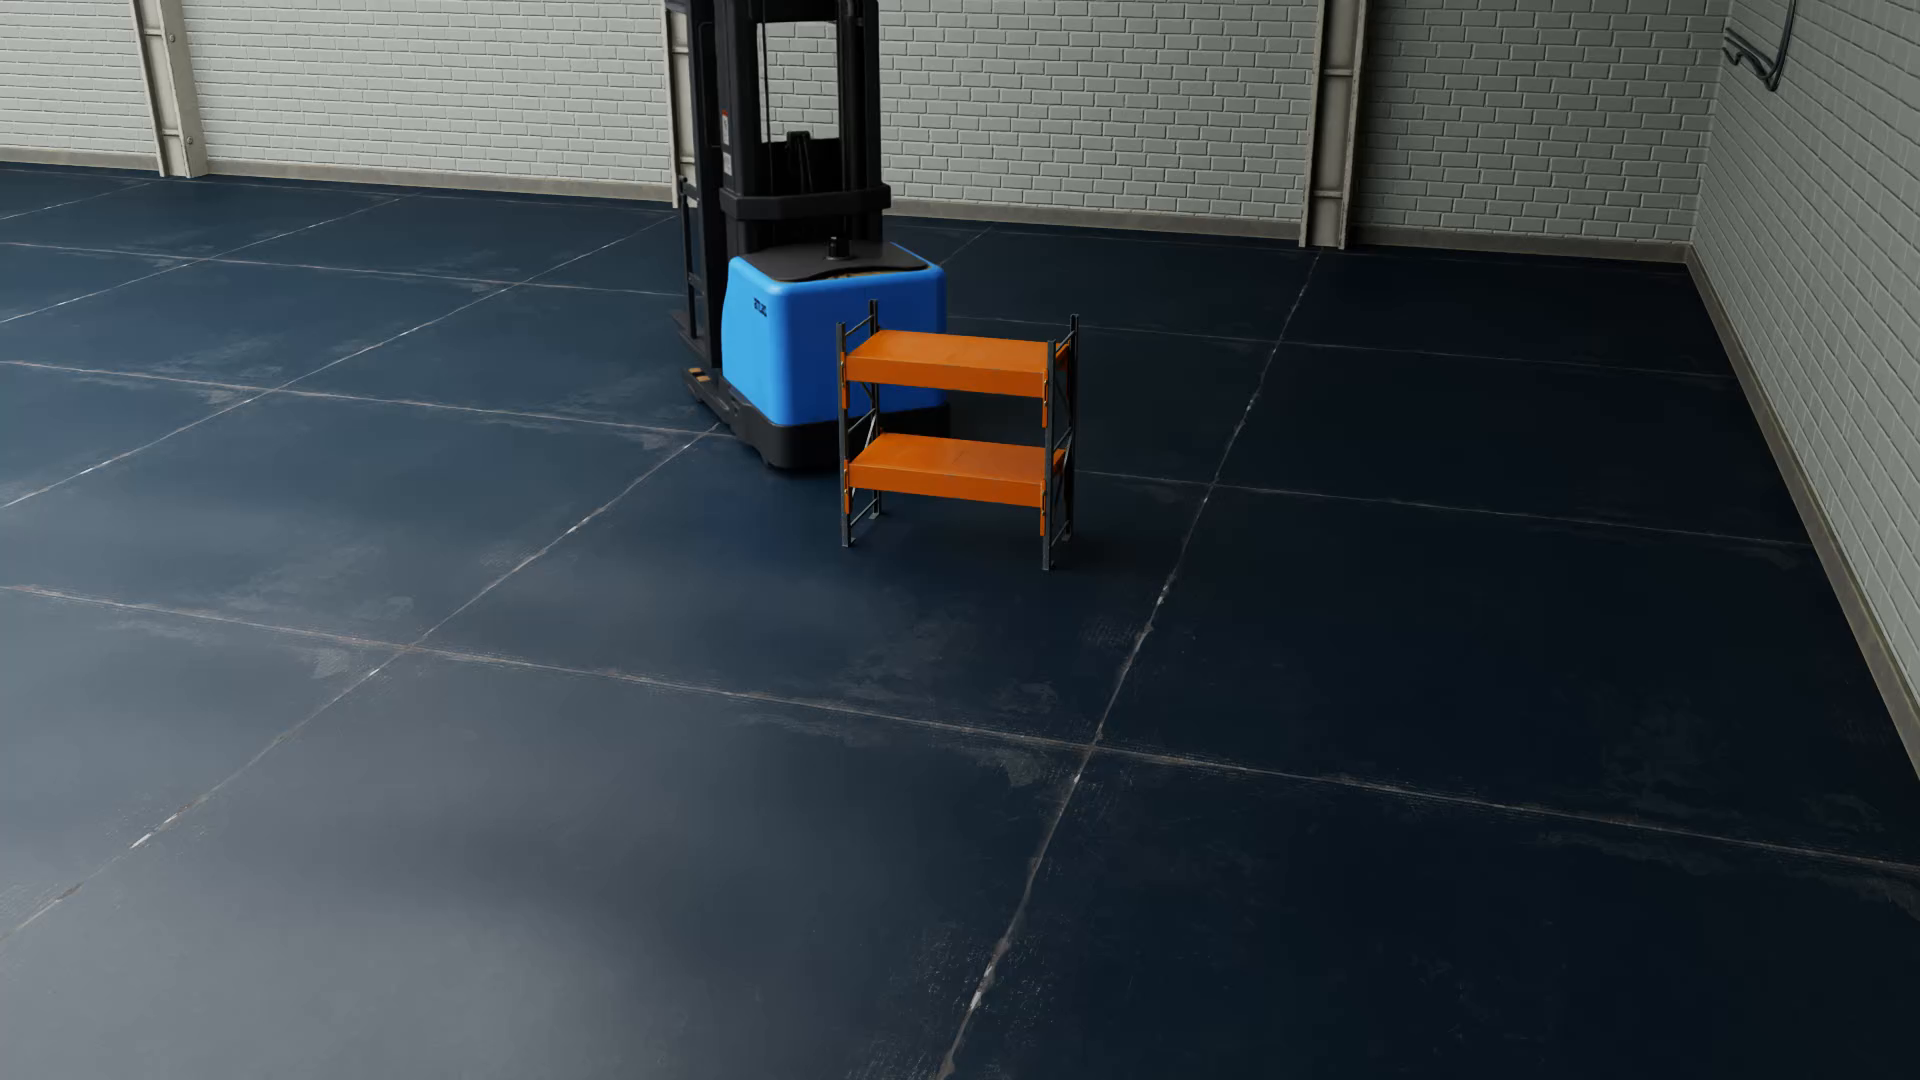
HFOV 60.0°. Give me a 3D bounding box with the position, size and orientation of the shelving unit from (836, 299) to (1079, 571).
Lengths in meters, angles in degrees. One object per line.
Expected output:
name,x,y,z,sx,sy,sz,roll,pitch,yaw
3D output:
shelving unit,-0.006,-0.521,8.058,1.048,1.125,0.538,7,23,16

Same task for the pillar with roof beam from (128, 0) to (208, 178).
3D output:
pillar with roof beam,-9.539,-6.511,12.285,0.400,9.000,9.100,7,23,16

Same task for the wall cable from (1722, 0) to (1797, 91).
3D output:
wall cable,5.631,-4.519,11.522,0.112,2.526,3.097,7,23,16

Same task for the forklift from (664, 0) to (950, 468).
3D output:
forklift,-1.111,-2.271,9.945,1.130,2.935,3.031,-9,24,-22

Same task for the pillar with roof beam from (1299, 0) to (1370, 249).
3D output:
pillar with roof beam,1.949,-5.195,9.078,0.400,9.000,9.100,7,23,16

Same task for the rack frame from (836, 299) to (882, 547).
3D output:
rack frame,-0.493,-0.577,8.194,0.032,1.125,0.500,7,23,16

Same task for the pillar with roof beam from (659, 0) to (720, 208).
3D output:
pillar with roof beam,-3.795,-5.853,10.682,0.400,9.000,9.100,7,23,16

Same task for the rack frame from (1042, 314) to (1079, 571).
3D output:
rack frame,0.480,-0.465,7.922,0.032,1.125,0.500,7,23,16

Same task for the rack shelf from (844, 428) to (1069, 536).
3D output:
rack shelf,-0.006,-0.295,8.151,1.000,0.278,0.538,7,23,16

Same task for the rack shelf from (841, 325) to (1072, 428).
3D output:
rack shelf,-0.006,-0.792,7.947,1.000,0.278,0.538,7,23,16
